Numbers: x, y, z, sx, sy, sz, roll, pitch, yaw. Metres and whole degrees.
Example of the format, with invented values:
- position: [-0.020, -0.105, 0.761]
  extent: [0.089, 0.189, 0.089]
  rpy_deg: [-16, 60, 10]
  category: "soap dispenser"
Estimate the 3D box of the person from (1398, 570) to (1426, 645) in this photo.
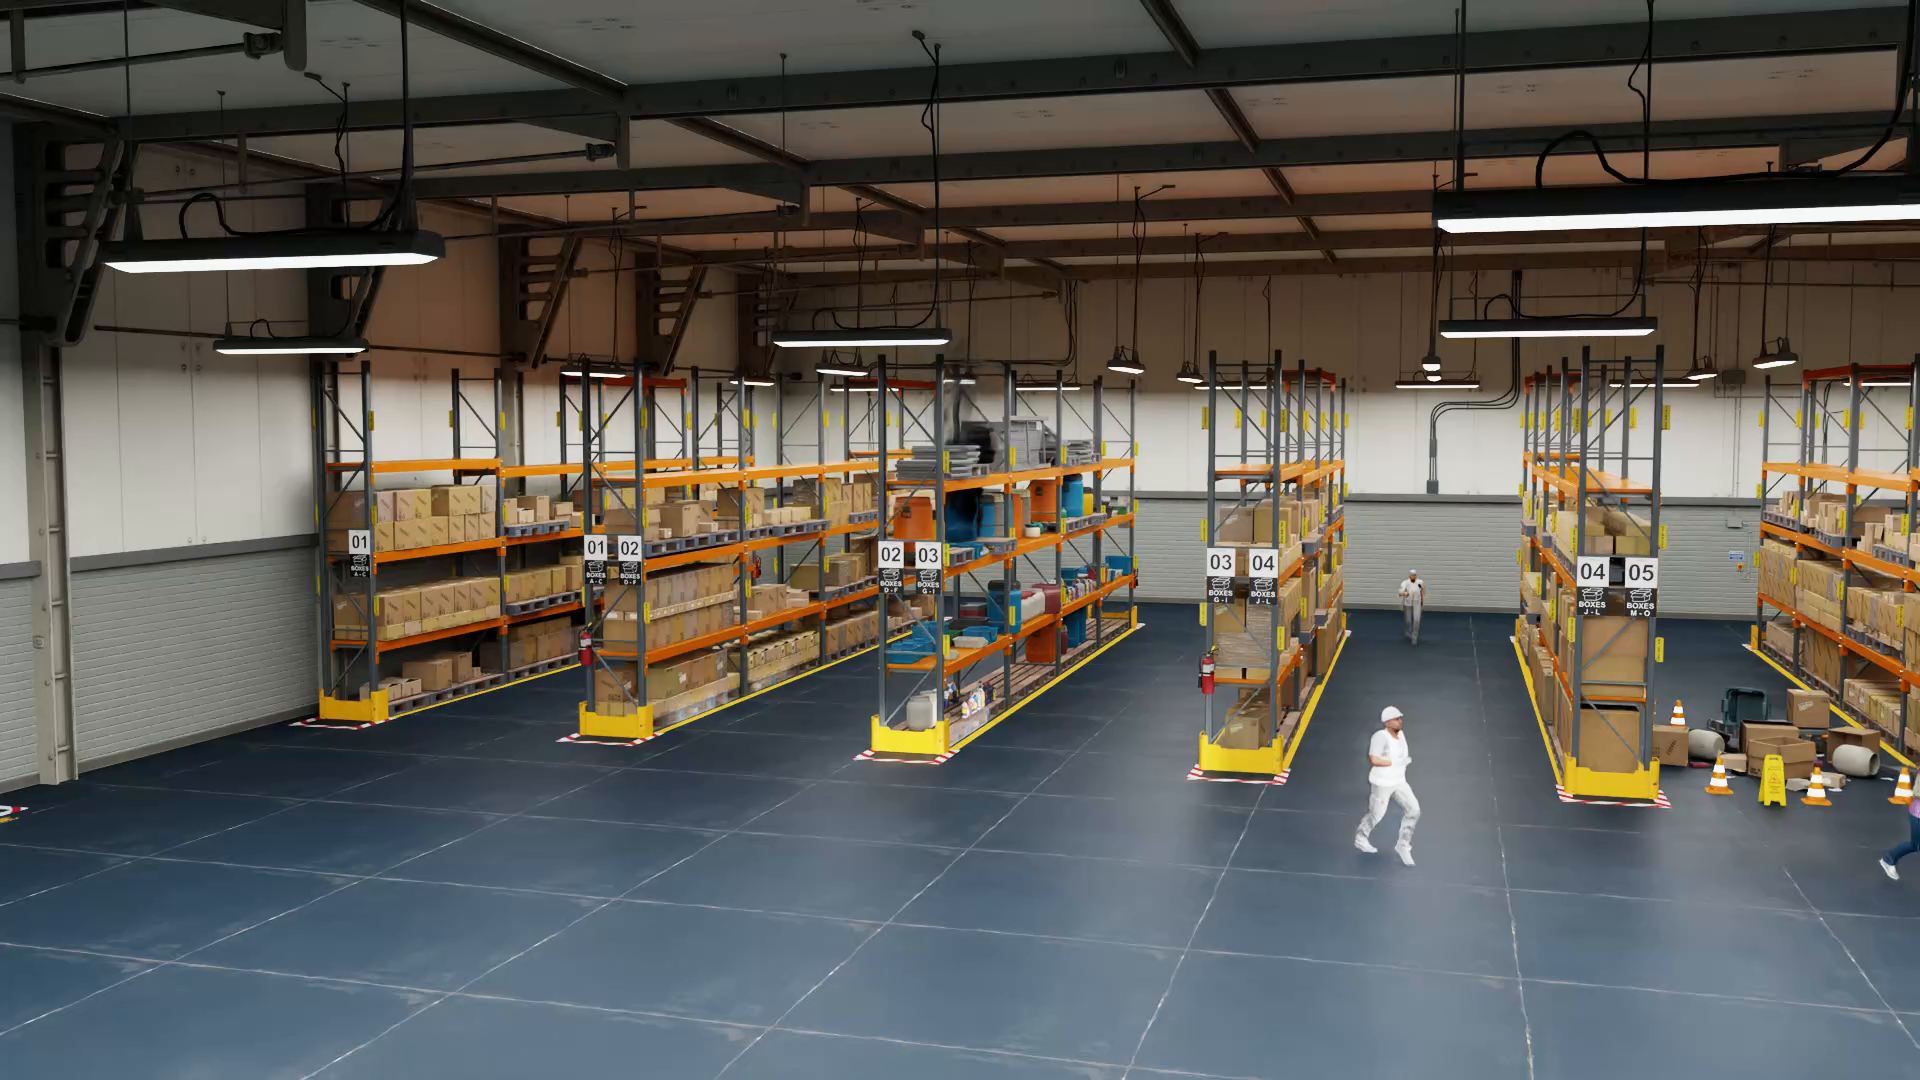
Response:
- position: [10.230, 1.516, 37.640]
  extent: [0.619, 1.716, 0.909]
  rpy_deg: [1, 4, 9]
  category: "person"

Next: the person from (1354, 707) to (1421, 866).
- position: [4.810, 2.781, 18.843]
  extent: [0.655, 1.822, 0.817]
  rpy_deg: [-3, 5, -36]
  category: "person"

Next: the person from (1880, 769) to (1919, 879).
- position: [10.223, 2.948, 17.631]
  extent: [0.562, 1.613, 0.894]
  rpy_deg: [-2, 5, -28]
  category: "person"
